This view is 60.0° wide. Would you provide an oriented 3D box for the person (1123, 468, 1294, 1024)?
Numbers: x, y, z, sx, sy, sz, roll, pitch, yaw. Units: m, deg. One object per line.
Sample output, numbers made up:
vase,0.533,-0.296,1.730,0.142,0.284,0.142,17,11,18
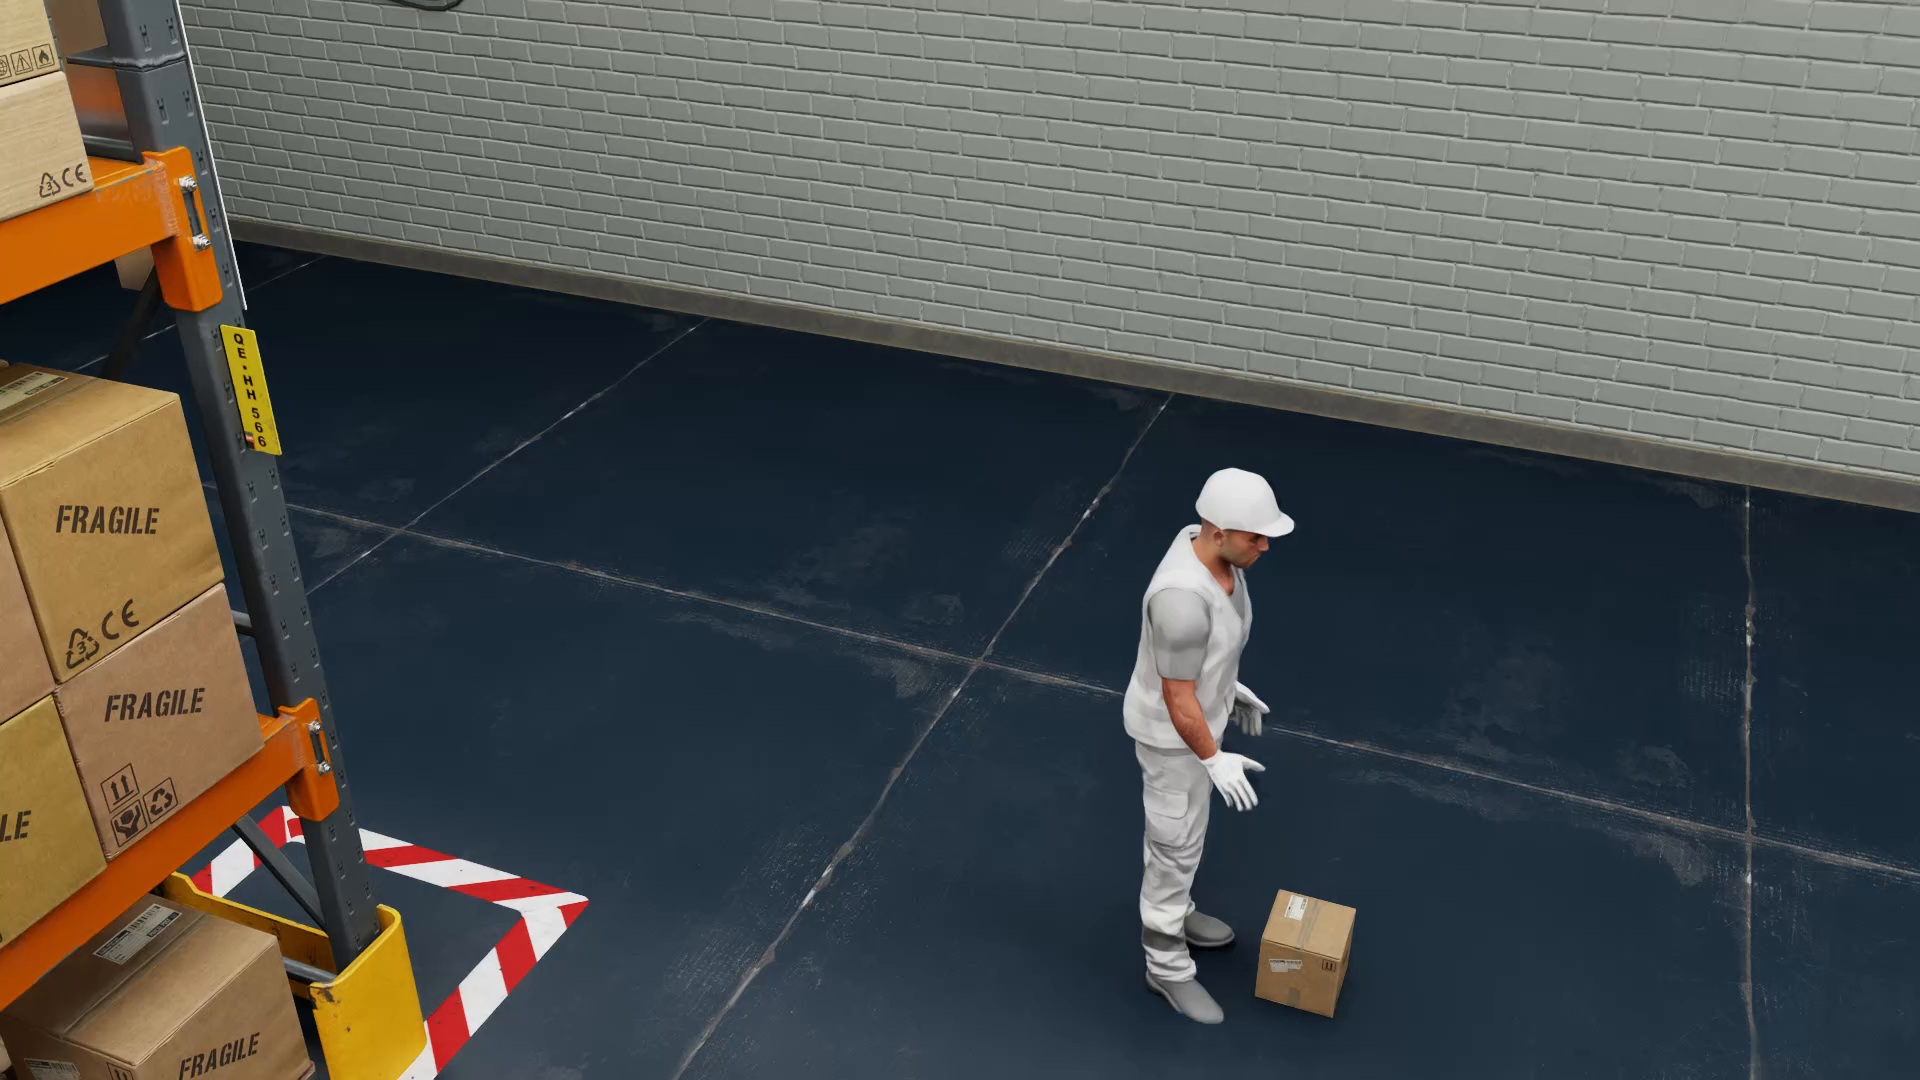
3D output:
person,0.729,0.598,5.060,0.459,1.815,0.560,11,31,19
